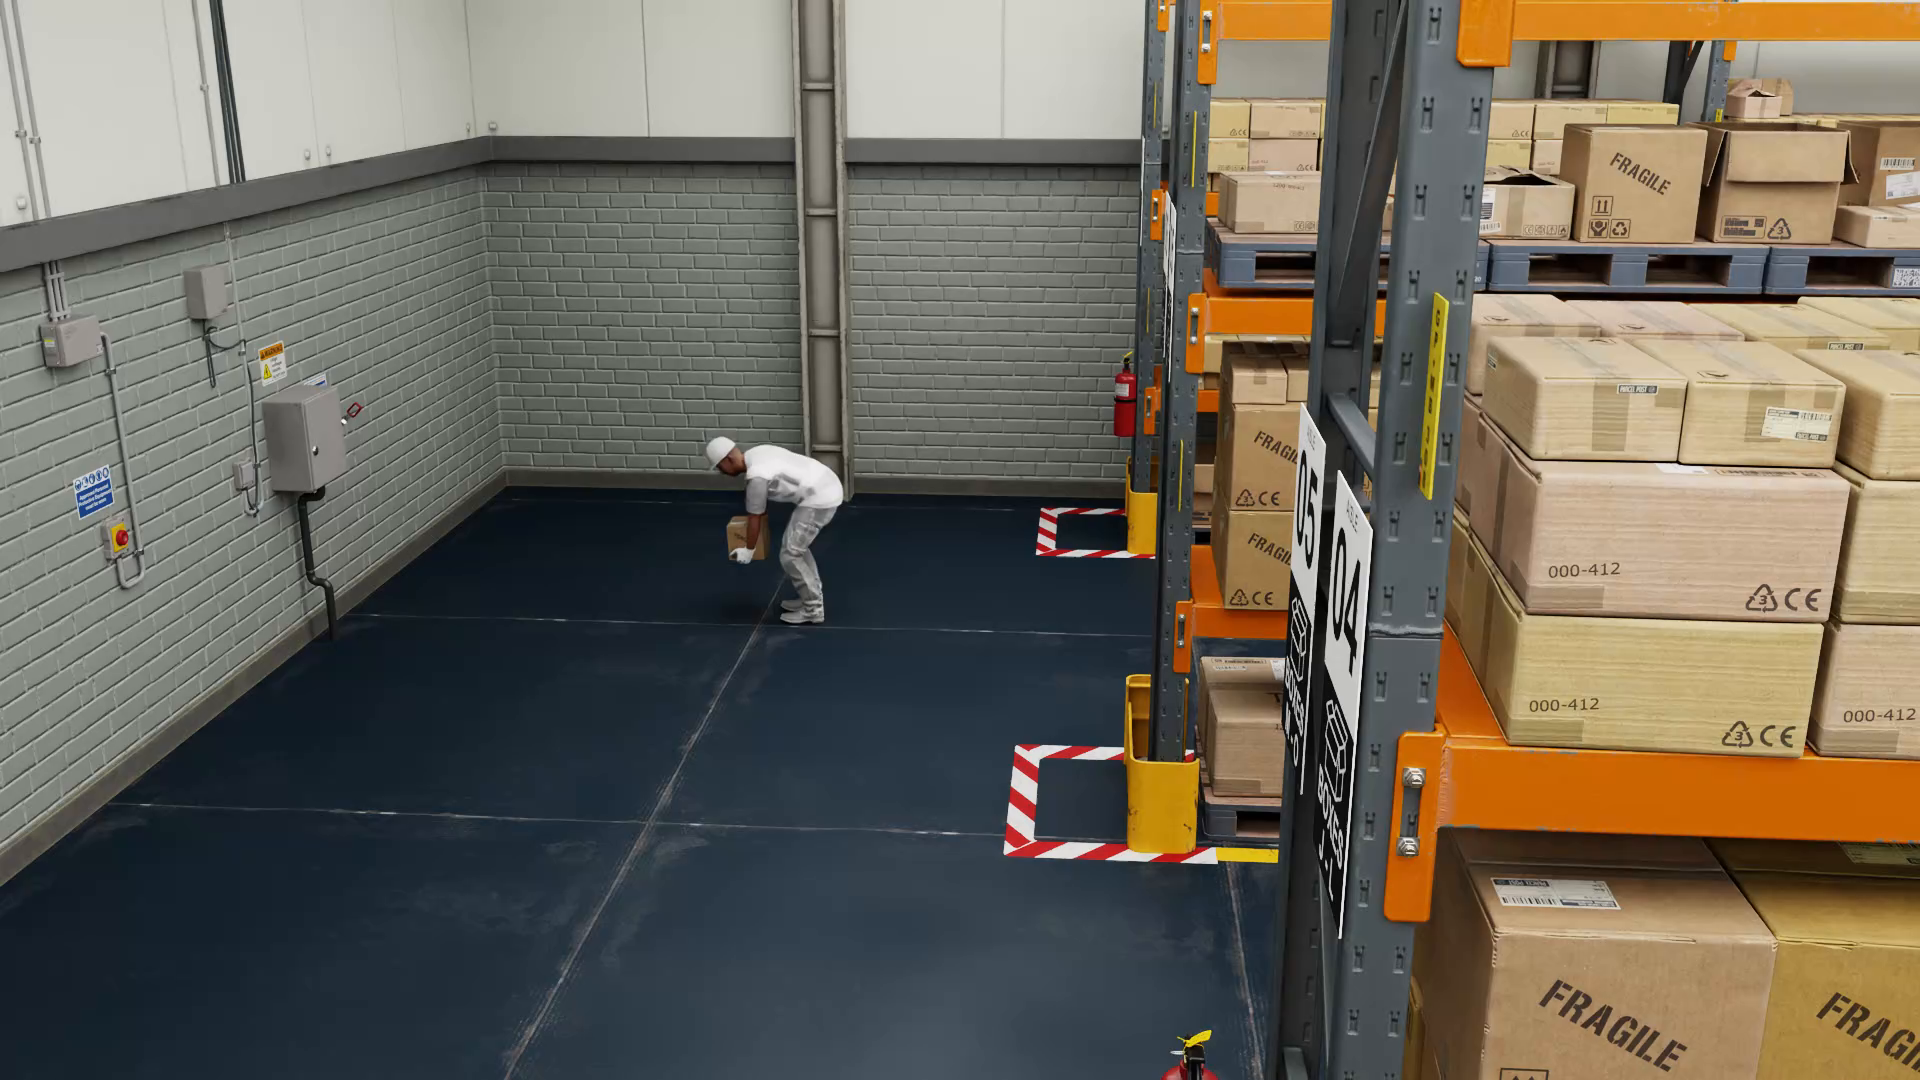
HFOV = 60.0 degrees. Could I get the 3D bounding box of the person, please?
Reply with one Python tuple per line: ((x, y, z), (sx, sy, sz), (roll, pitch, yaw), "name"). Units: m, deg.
((-1.278, -0.083, 11.597), (0.938, 1.294, 0.500), (1, 17, 2), "person")
